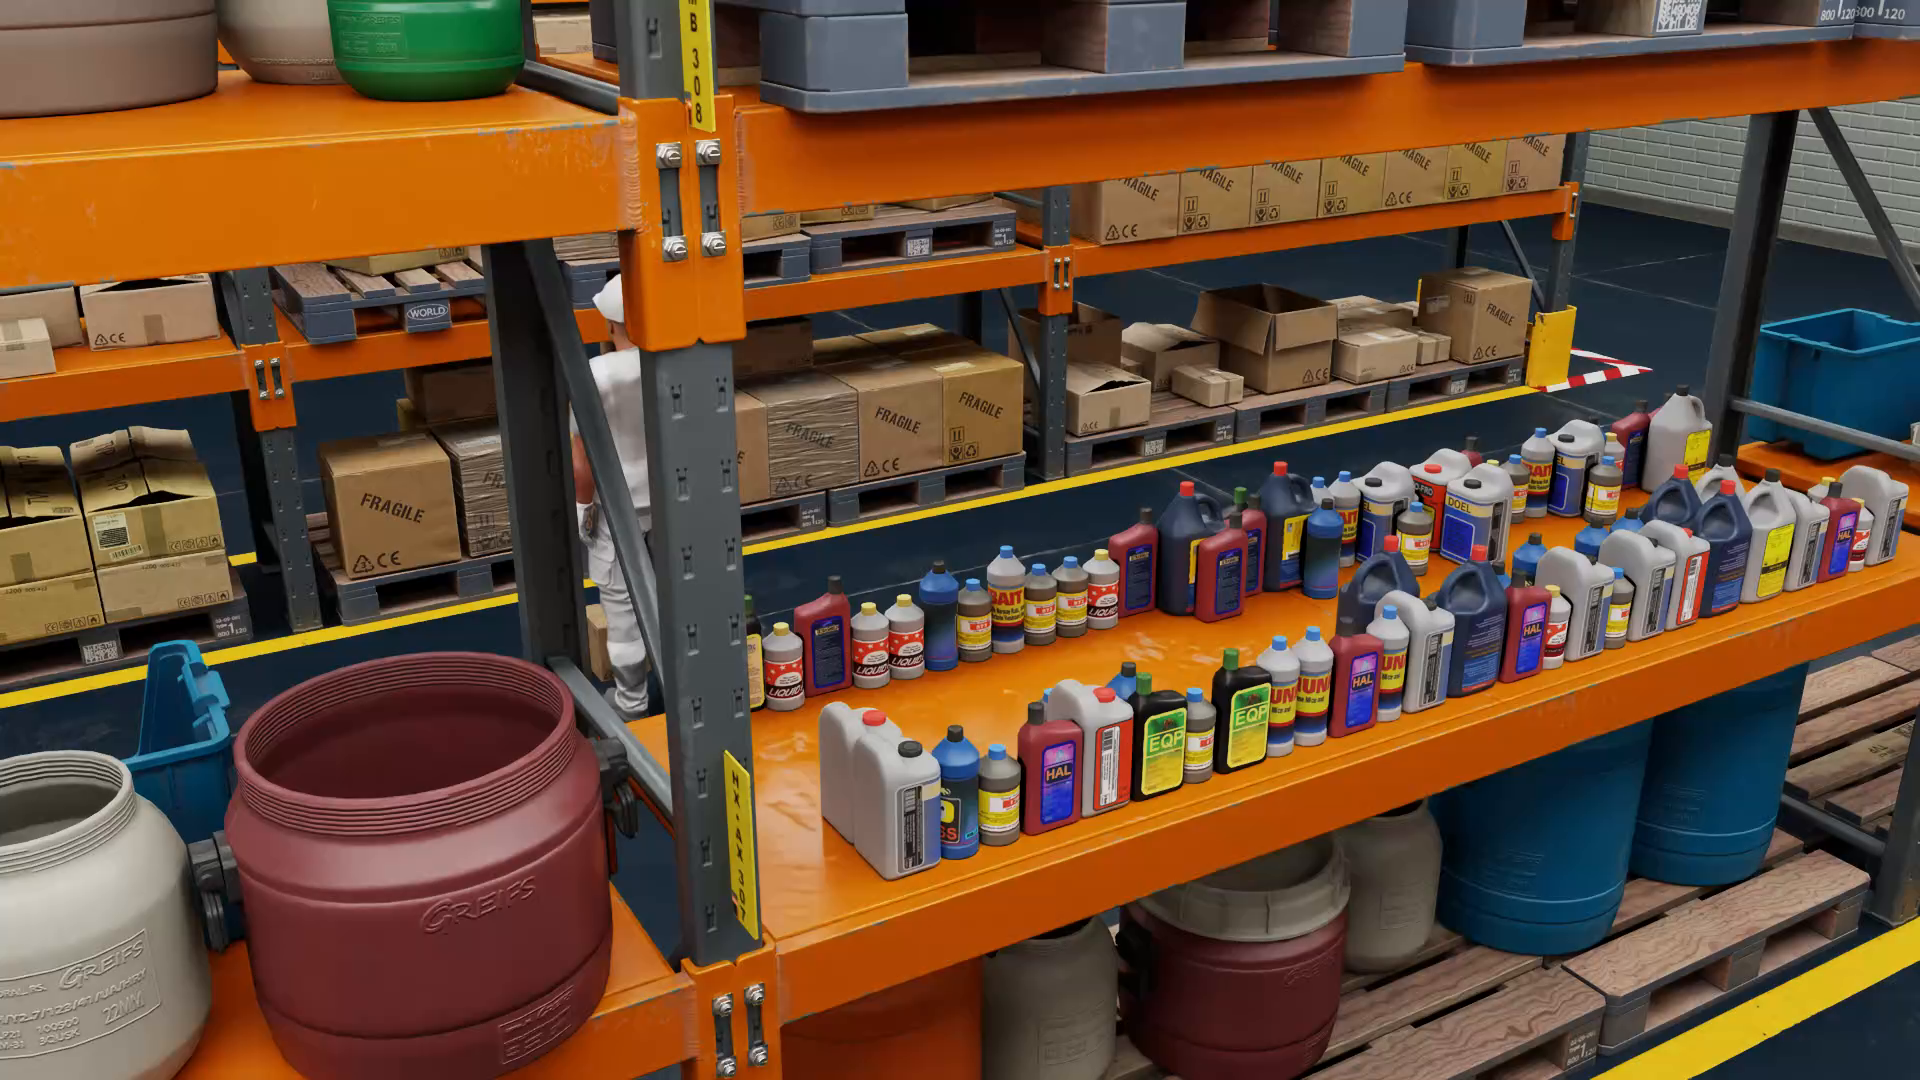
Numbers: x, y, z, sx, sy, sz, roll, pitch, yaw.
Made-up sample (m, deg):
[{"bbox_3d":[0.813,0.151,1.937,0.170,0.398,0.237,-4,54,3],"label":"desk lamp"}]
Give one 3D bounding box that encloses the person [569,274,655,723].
[{"bbox_3d":[-1.239,-0.149,6.428,0.526,1.789,0.361,-12,24,-27],"label":"person"}]
